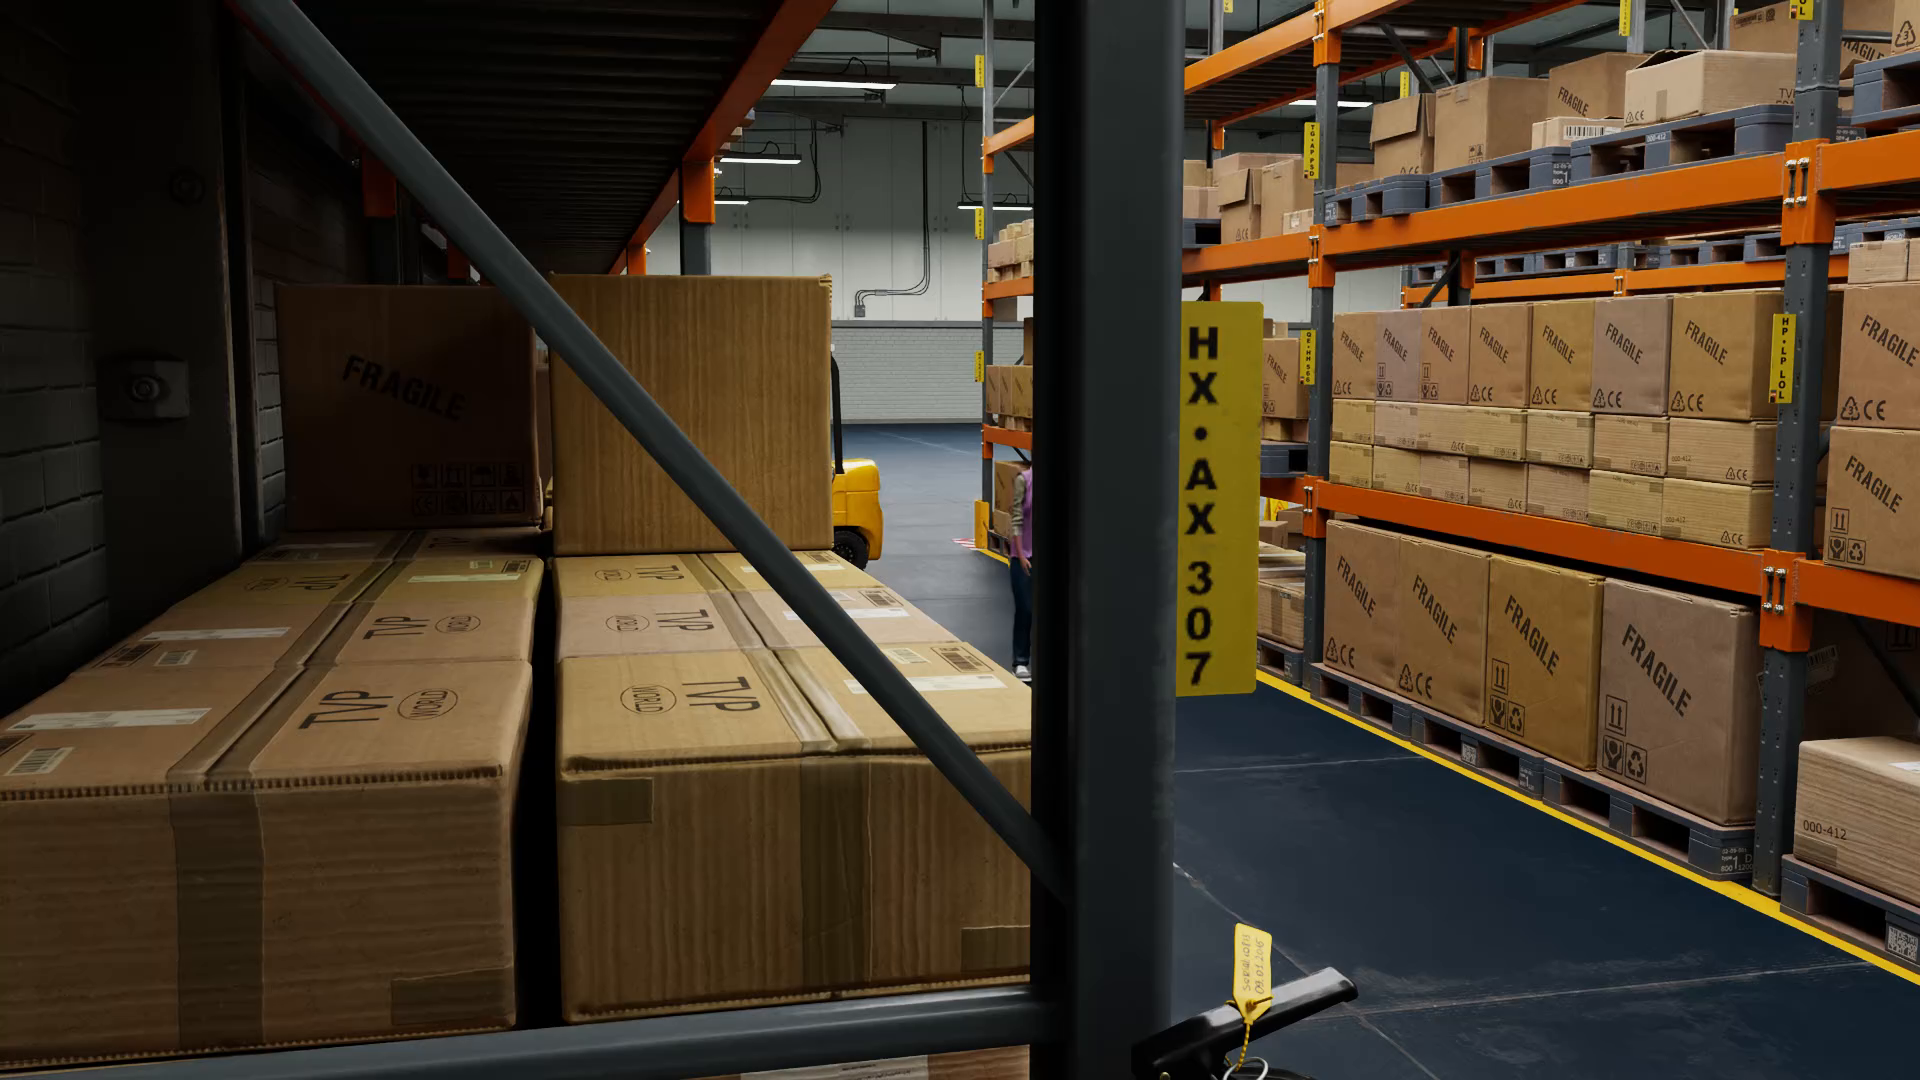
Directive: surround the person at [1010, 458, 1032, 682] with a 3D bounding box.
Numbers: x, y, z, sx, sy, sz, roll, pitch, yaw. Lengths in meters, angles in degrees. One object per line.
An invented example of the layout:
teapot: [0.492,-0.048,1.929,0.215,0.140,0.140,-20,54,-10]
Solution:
person: [0.528,0.136,10.529,0.433,1.523,0.417,-1,6,-12]
